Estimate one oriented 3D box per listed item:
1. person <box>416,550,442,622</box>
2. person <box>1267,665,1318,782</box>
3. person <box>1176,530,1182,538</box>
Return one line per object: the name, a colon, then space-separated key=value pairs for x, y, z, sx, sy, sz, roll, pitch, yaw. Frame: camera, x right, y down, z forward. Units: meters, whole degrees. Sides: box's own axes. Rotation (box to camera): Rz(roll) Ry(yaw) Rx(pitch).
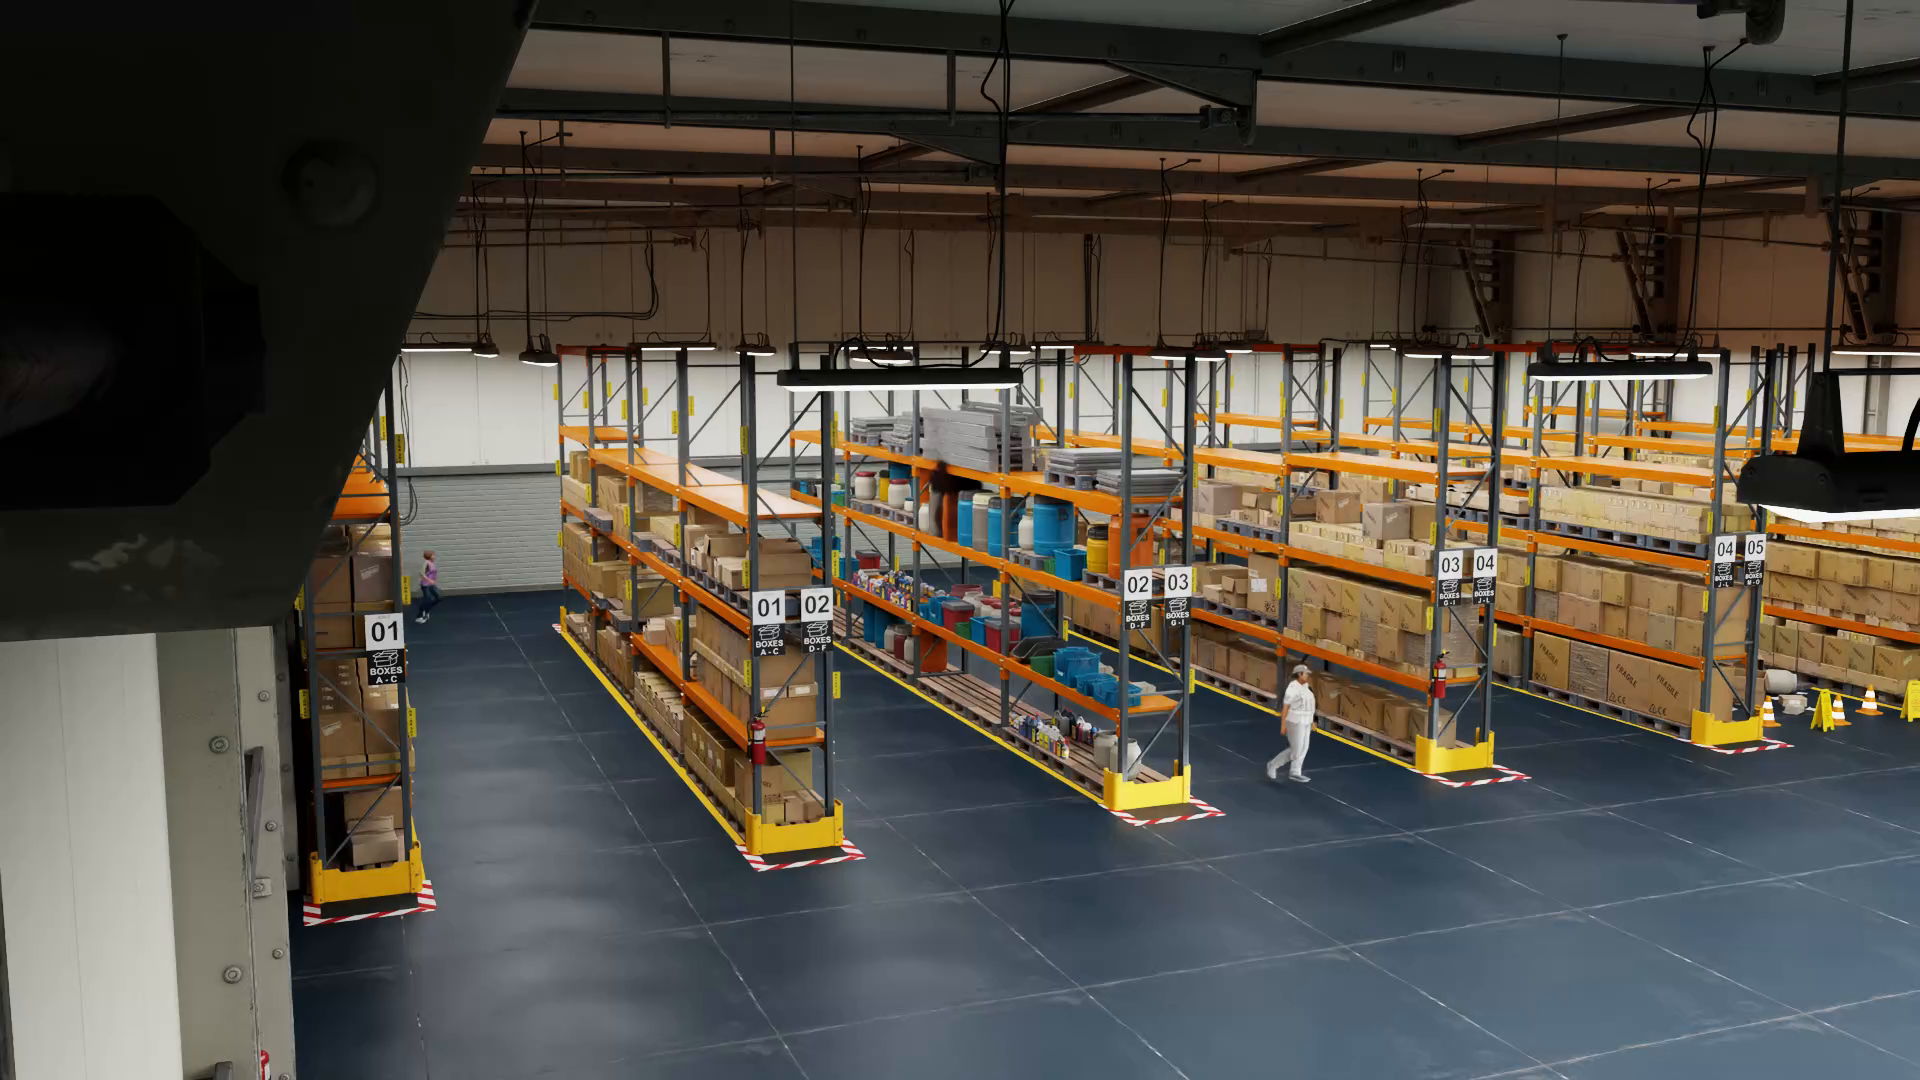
person: x=-11.491 y=0.987 z=36.048 sx=0.524 sy=1.538 sz=0.603 roll=1 pitch=7 yaw=11
person: x=4.640 y=2.566 z=23.256 sx=0.579 sy=1.660 sz=0.653 roll=5 pitch=9 yaw=35
person: x=5.648 y=0.142 z=41.821 sx=0.627 sy=1.834 sz=0.851 roll=5 pitch=9 yaw=34
